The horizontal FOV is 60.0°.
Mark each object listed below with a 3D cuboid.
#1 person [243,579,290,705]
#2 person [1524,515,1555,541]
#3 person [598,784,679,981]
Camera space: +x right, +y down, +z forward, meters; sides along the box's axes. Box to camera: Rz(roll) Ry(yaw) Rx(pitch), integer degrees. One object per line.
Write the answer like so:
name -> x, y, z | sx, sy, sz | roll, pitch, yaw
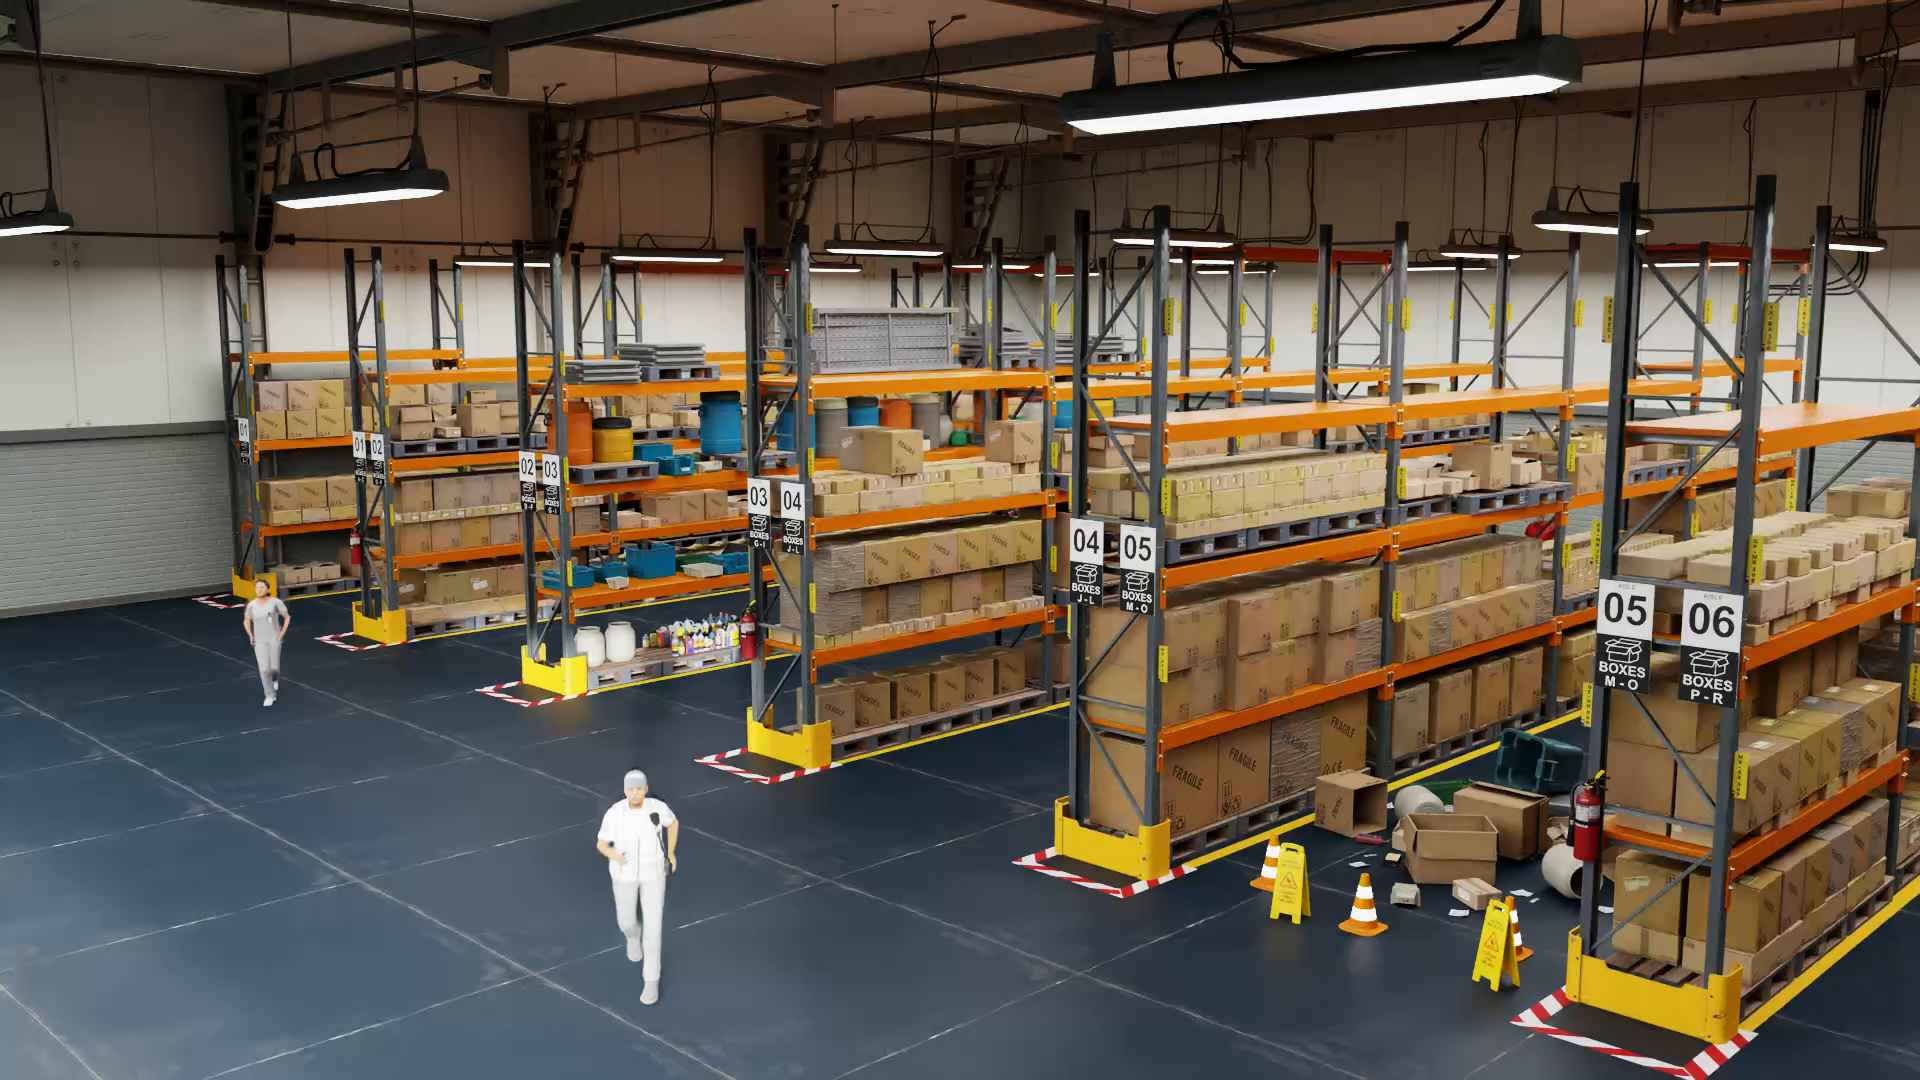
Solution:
person -> -9.013, 1.316, 21.649 | 0.565, 1.624, 0.523 | -2, 8, -13
person -> 9.958, 0.313, 28.426 | 0.801, 1.708, 0.681 | -8, 11, -44
person -> -2.438, 2.516, 12.647 | 0.606, 1.559, 0.799 | -1, 8, -10
